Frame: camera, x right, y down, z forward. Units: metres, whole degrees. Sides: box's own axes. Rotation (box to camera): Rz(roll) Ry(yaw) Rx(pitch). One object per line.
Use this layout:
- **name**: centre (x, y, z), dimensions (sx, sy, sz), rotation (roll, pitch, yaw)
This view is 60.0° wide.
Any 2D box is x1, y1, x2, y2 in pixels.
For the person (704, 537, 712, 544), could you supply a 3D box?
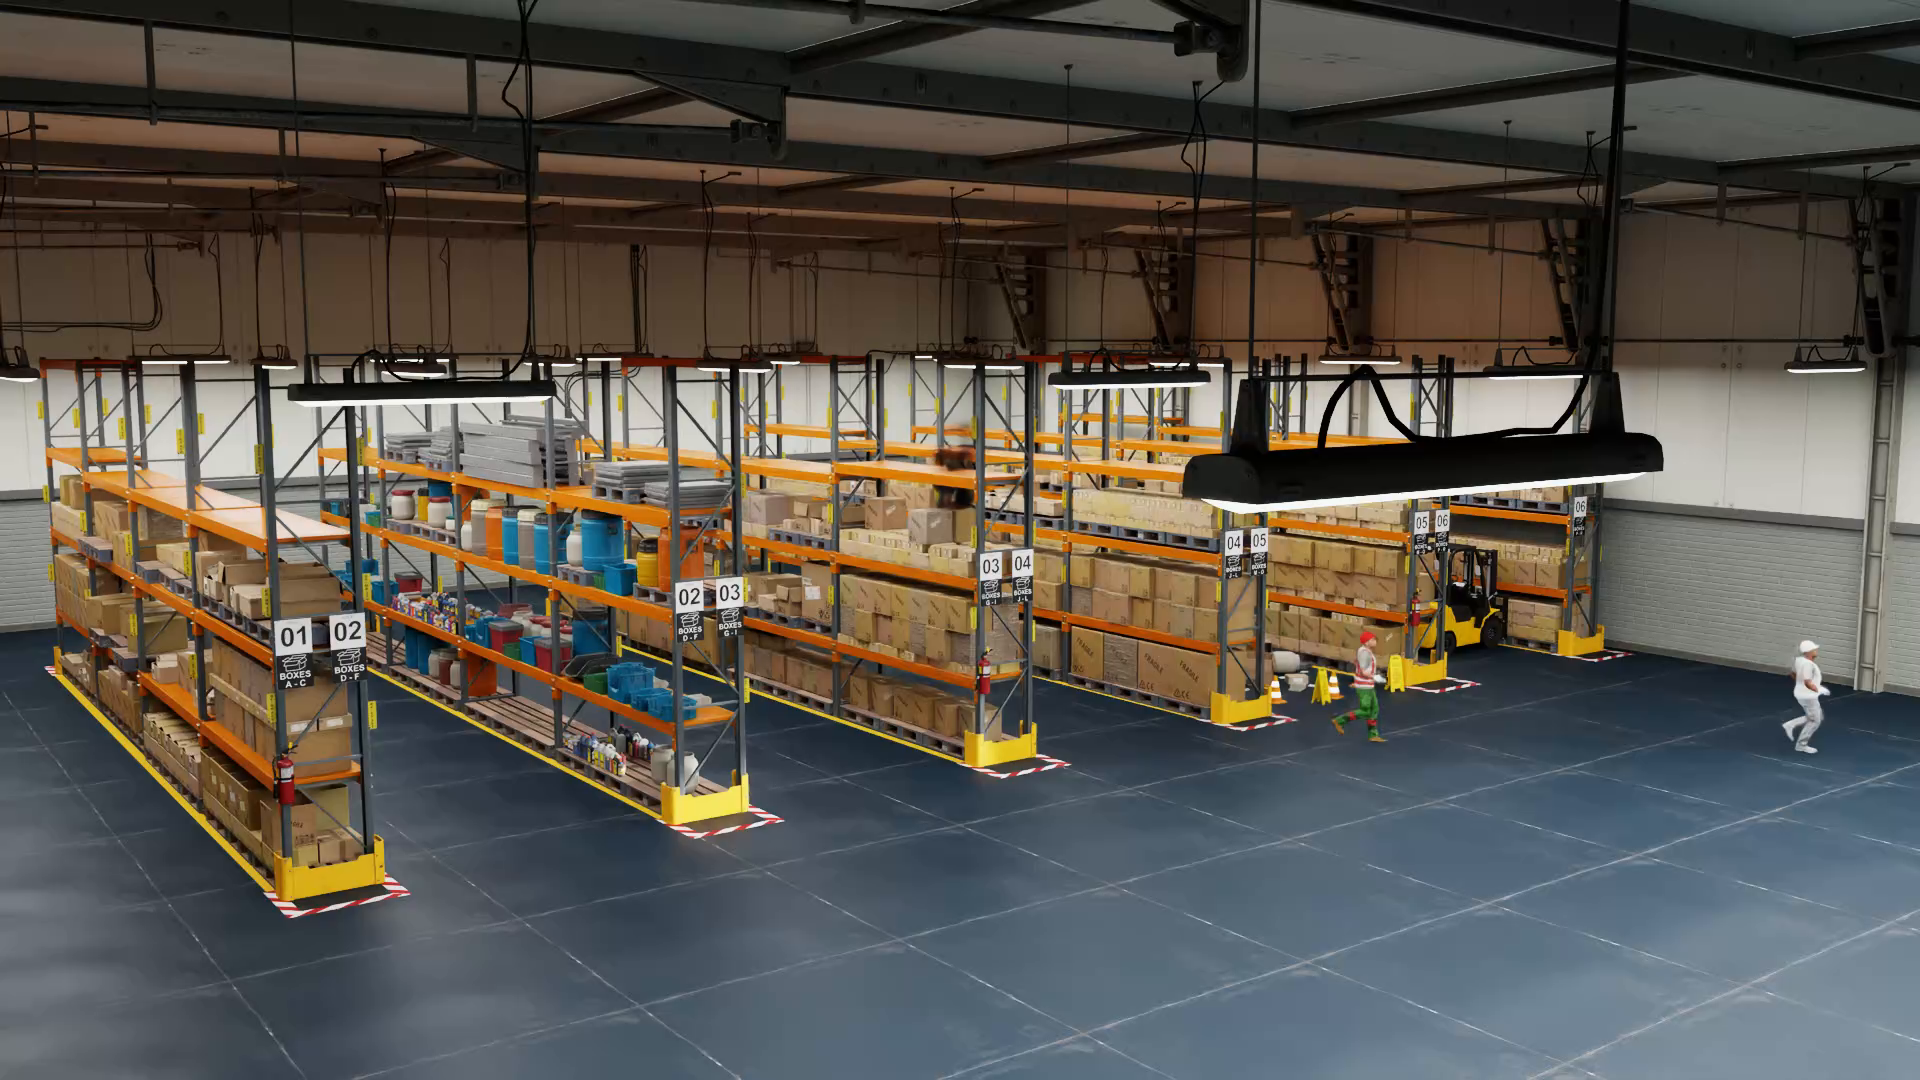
- **person**: centre (-6.409, 0.669, 40.854), dimensions (0.797, 1.533, 0.695), rotation (-6, 9, -41)

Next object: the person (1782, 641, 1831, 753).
- **person**: centre (13.037, 2.407, 25.600), dimensions (0.599, 1.736, 0.685), rotation (2, 7, 15)

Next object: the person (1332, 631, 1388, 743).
- **person**: centre (6.333, 2.318, 26.246), dimensions (0.867, 1.779, 0.663), rotation (1, 7, 12)
